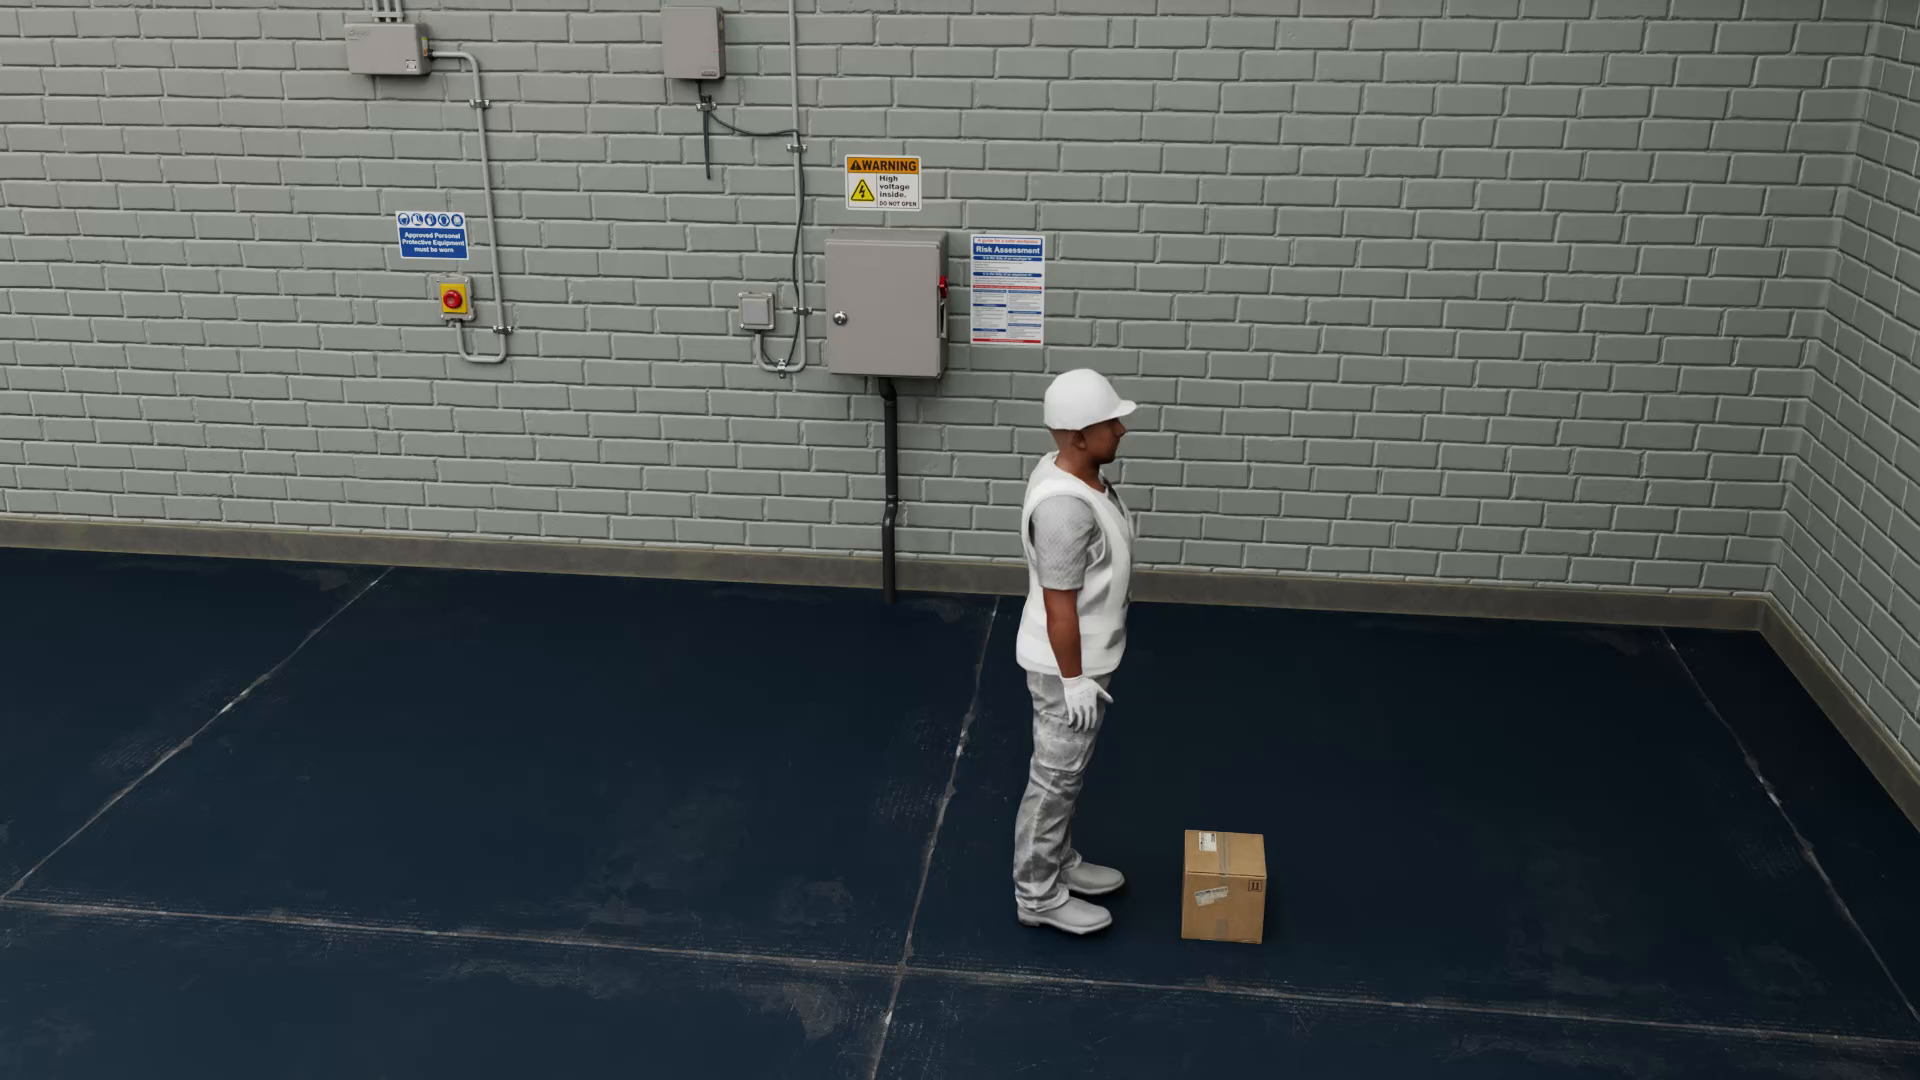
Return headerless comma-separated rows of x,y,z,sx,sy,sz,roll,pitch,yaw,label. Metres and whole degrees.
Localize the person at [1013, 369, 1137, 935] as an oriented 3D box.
0.351,0.349,5.093,0.360,1.787,0.554,3,21,7,person
